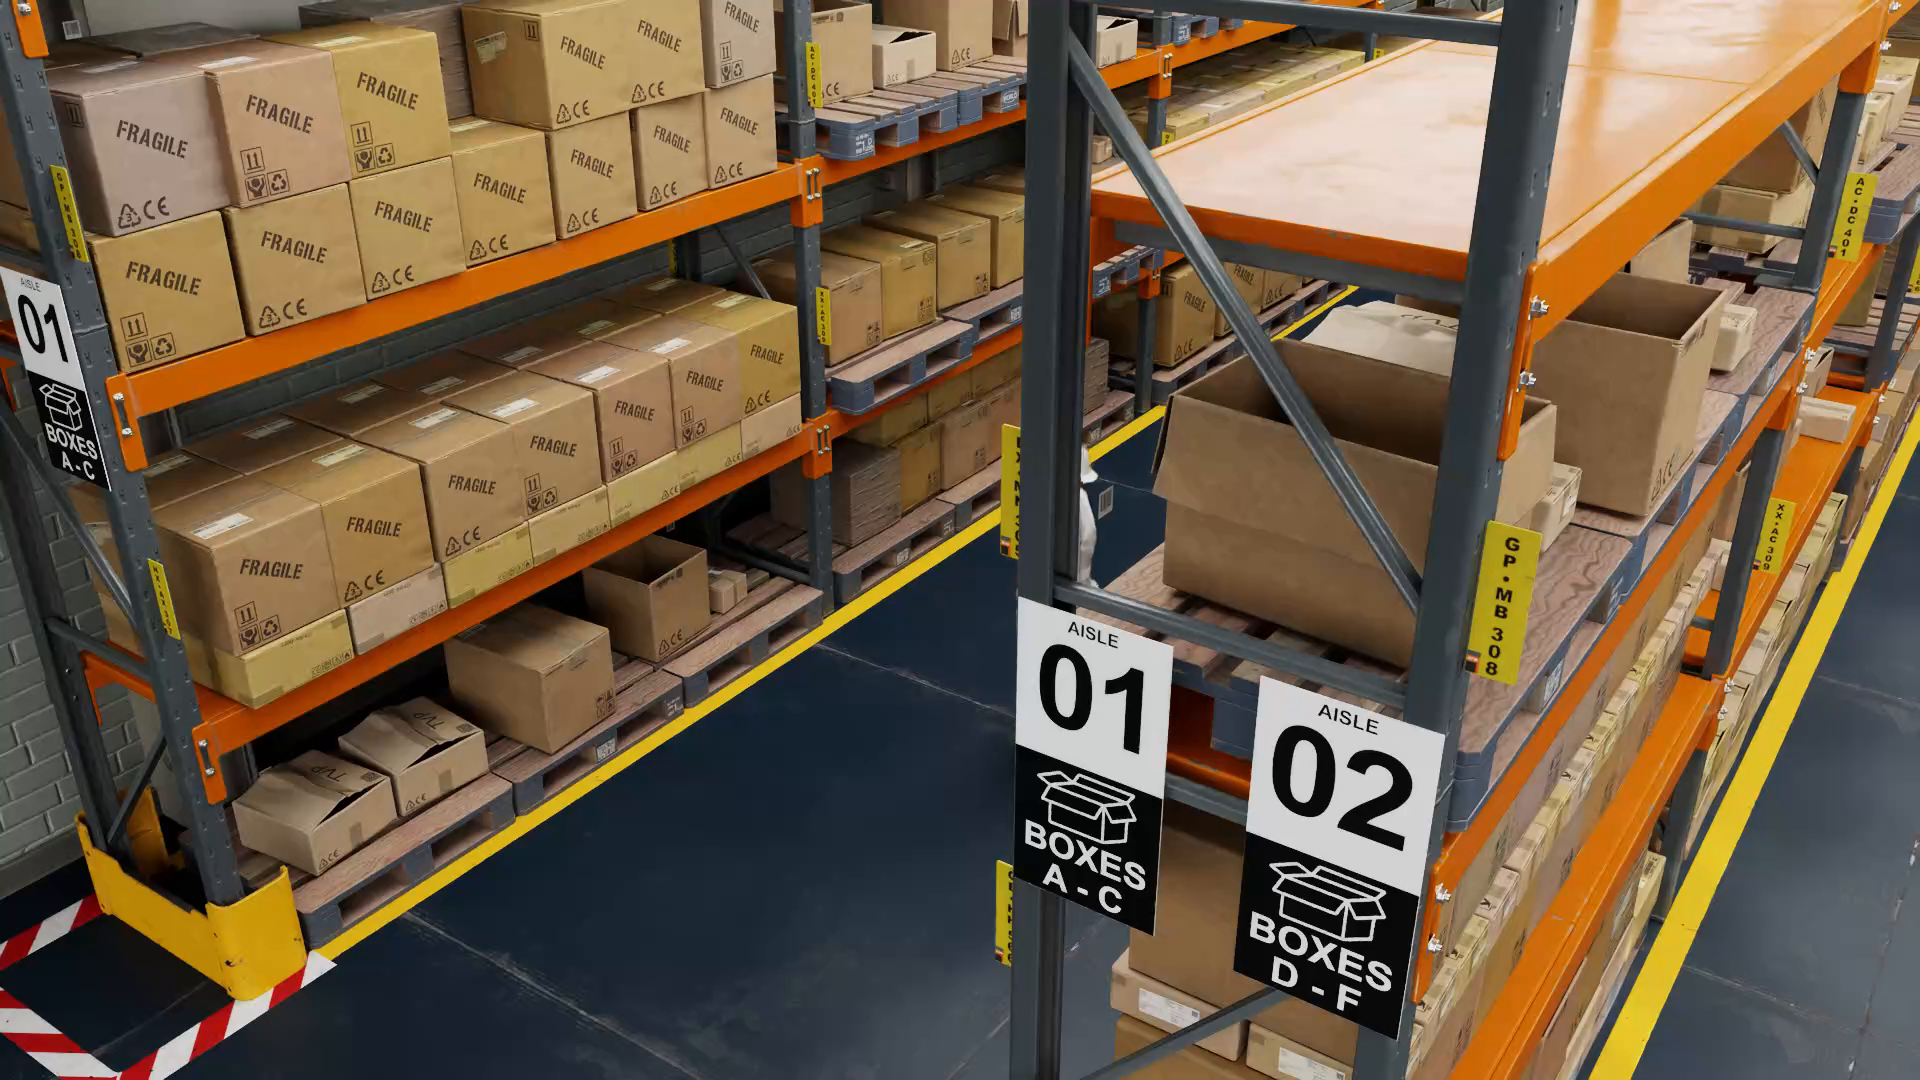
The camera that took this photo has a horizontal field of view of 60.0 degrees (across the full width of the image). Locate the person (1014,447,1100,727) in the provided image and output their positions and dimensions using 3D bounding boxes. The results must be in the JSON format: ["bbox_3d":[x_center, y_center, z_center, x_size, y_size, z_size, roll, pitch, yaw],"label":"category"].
[{"bbox_3d":[0.502,0.309,8.550,0.367,1.775,0.551,18,32,31],"label":"person"}]
